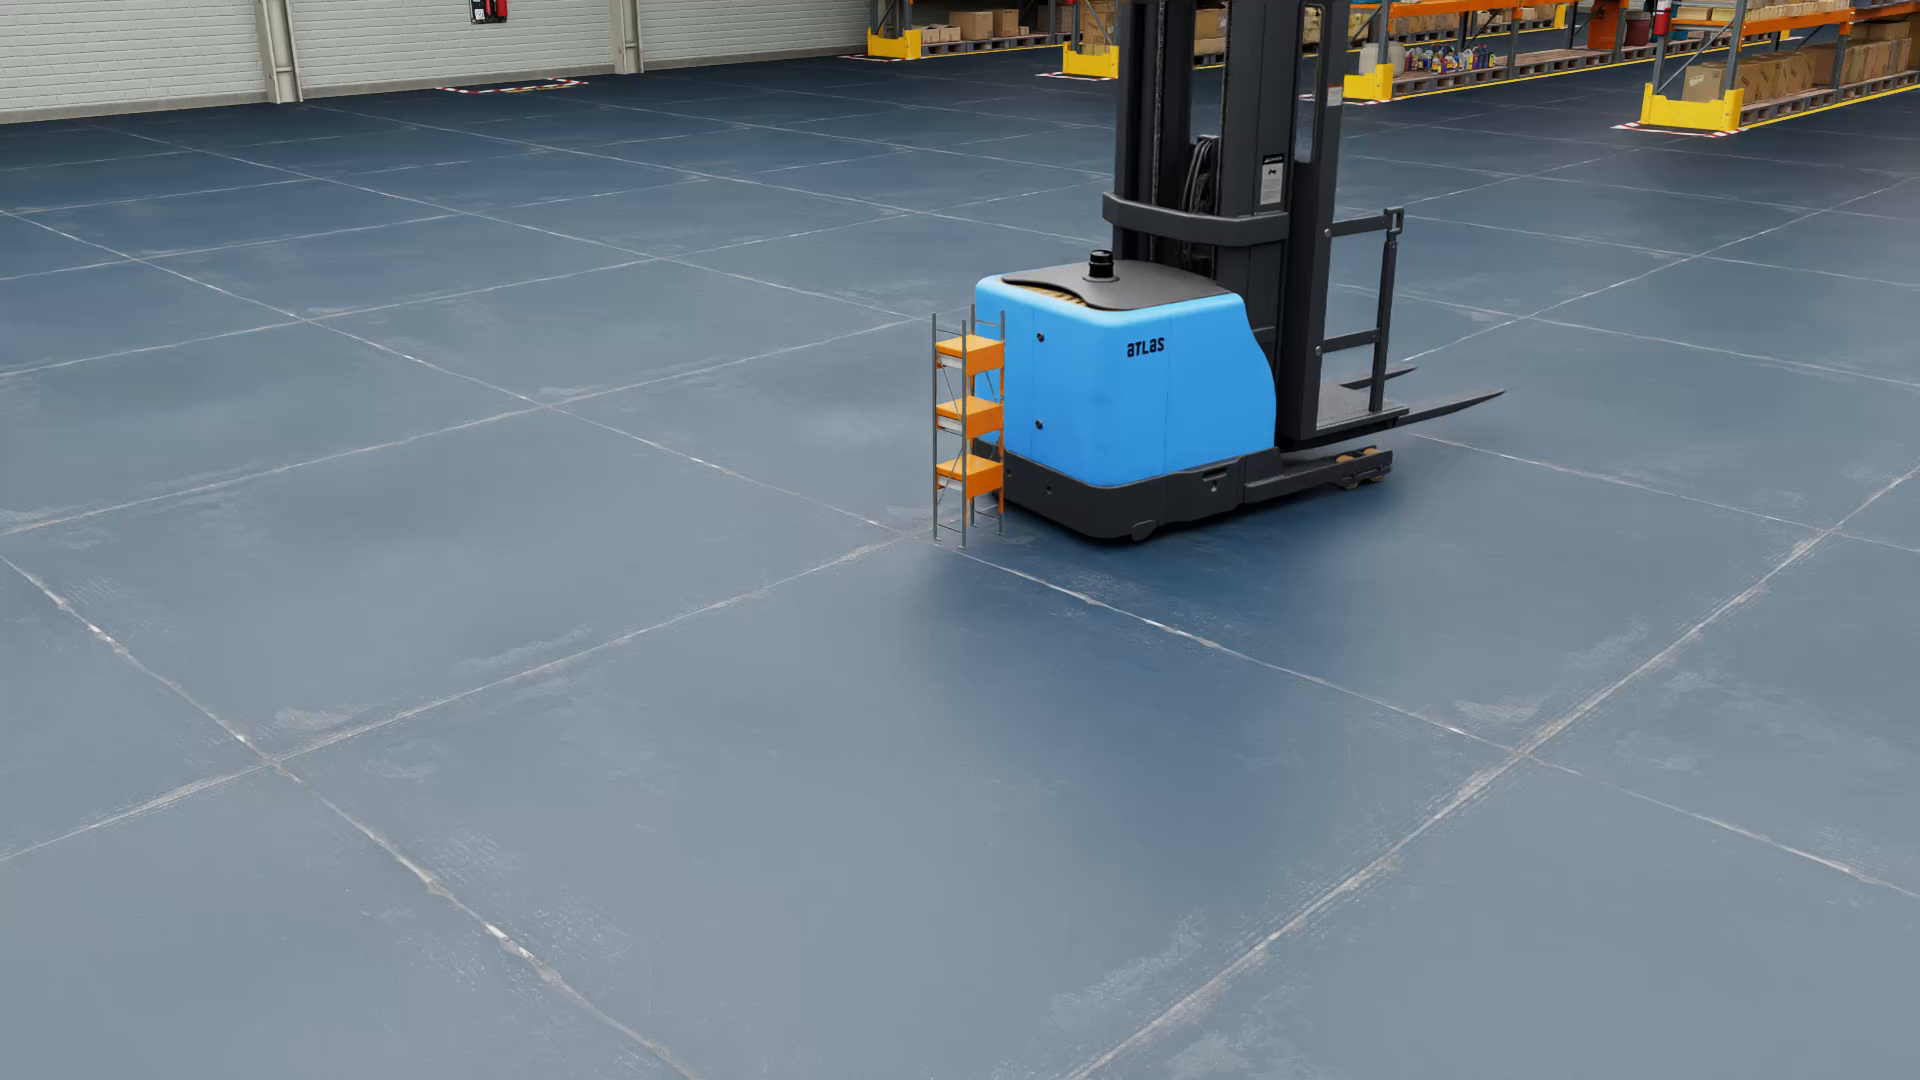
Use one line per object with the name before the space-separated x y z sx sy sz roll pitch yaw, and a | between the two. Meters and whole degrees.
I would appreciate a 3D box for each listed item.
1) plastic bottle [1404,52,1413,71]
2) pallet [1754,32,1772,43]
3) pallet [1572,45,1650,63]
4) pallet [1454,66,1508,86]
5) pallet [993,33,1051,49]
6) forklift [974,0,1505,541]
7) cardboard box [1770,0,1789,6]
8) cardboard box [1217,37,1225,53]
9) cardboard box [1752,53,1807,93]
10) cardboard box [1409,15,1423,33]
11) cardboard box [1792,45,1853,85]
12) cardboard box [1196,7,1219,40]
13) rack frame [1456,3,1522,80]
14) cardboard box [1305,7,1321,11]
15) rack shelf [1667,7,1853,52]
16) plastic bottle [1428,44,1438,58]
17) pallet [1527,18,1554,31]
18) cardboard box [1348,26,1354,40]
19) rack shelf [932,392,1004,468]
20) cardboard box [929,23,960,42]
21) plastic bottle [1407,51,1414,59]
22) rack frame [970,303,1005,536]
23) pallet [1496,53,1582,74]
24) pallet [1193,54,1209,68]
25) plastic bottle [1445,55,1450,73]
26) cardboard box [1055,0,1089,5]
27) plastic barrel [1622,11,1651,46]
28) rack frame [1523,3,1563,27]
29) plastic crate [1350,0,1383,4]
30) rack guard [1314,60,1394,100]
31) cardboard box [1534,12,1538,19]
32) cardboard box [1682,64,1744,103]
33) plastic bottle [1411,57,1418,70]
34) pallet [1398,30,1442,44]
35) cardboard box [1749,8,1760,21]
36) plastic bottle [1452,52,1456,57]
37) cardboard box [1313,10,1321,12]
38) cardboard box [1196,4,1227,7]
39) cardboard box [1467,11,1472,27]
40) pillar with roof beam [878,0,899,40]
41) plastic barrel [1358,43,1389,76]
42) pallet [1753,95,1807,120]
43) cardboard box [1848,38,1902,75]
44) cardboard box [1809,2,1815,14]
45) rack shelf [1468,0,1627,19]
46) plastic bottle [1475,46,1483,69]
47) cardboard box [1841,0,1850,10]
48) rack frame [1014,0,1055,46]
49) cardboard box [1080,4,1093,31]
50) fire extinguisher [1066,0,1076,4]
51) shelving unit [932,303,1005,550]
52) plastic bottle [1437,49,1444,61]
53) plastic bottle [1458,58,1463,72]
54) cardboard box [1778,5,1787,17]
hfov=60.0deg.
plastic bottle | 7.053 -7.523 26.138 0.061 0.283 0.133 19 28 41
pallet | 16.372 -10.581 34.809 1.003 0.211 1.213 19 28 41
pallet | 11.914 -8.940 30.539 1.003 0.211 1.213 19 28 41
pallet | 8.105 -7.536 26.888 1.003 0.211 1.213 19 28 41
pallet | 1.062 -9.997 33.289 1.003 0.211 1.213 19 28 41
forklift | 1.553 -1.759 8.066 3.031 2.935 1.130 -14 25 -33
cardboard box | 10.408 -7.329 21.907 0.875 0.500 0.500 19 28 41
cardboard box | 4.535 -8.853 29.675 0.500 0.250 0.500 19 28 41
cardboard box | 11.451 -6.548 23.328 0.500 0.500 0.500 -11 23 -25
cardboard box | 9.085 -10.617 33.887 0.500 0.500 0.500 19 28 40
cardboard box | 12.596 -6.952 24.351 0.700 0.500 0.500 17 27 37
cardboard box | 4.187 -9.074 29.205 0.500 0.500 0.500 19 28 41
rack frame | 8.604 -9.000 26.810 1.000 3.000 0.127 19 28 41
cardboard box | 6.912 -10.245 32.514 0.500 0.311 0.500 18 28 39
rack shelf | 10.757 -6.911 22.376 1.077 0.370 4.000 19 28 41
plastic bottle | 7.612 -7.817 26.810 0.144 0.351 0.185 18 27 38
pallet | 12.820 -11.799 37.979 1.003 0.211 1.213 19 28 41
cardboard box | 7.299 -9.852 32.273 0.500 0.250 0.500 19 28 40
rack shelf | 0.037 -0.494 7.426 0.215 0.259 0.240 19 28 41
cardboard box | -0.340 -9.704 31.774 0.500 0.311 0.500 -17 27 -38
plastic bottle | 7.073 -7.581 26.301 0.152 0.276 0.135 18 28 39
rack frame | 0.122 -0.535 7.504 0.200 1.050 0.008 19 28 41
pallet | 9.975 -8.225 28.680 1.003 0.211 1.213 19 28 41
pallet | 3.622 -8.430 29.213 1.003 0.211 1.213 19 28 41
plastic bottle | 7.541 -7.380 25.784 0.097 0.271 0.097 0 21 0
cardboard box | 2.312 -11.176 34.296 0.500 0.250 0.500 19 28 40
plastic barrel | 12.511 -9.519 30.936 0.600 0.588 0.708 19 28 41
rack frame | 13.429 -13.326 38.063 1.000 3.000 0.127 19 28 41
plastic crate | 5.948 -8.106 24.691 0.499 0.251 0.616 19 28 41
rack guard | 5.833 -6.837 24.664 1.175 0.500 0.348 19 28 41
cardboard box | 12.879 -11.925 37.756 0.380 0.166 0.250 19 28 41
cardboard box | 9.810 -5.918 21.689 0.500 0.500 0.500 -14 25 -32
plastic bottle | 7.175 -7.520 26.246 0.097 0.201 0.097 0 21 0
pallet | 9.247 -10.462 34.500 1.003 0.211 1.213 19 28 41
cardboard box | 9.920 -6.688 21.144 0.380 0.149 0.250 19 28 41
plastic bottle | 7.809 -7.553 26.218 0.061 0.283 0.133 19 28 41
cardboard box | 6.947 -9.983 31.832 0.500 0.311 0.500 19 28 40
cardboard box | 4.510 -9.463 30.215 0.500 0.500 0.500 19 28 41
cardboard box | 10.499 -11.137 35.241 0.500 0.500 0.500 19 28 40
pillar with roof beam | 1.668 -12.571 27.737 9.100 9.000 0.400 19 28 41
plastic barrel | 6.218 -7.195 24.995 0.421 0.512 0.421 0 21 0
pallet | 10.858 -5.962 22.793 1.003 0.211 1.213 19 28 41
cardboard box | 14.112 -7.504 25.789 0.700 0.500 0.500 16 26 36
cardboard box | 11.306 -7.206 22.491 0.380 0.149 0.250 19 28 41
rack shelf | 9.999 -9.179 28.276 1.077 0.370 4.000 19 28 41
plastic bottle | 8.227 -7.682 26.459 0.144 0.351 0.185 18 27 38
cardboard box | 12.213 -7.514 23.294 0.380 0.149 0.250 19 28 41
rack frame | 1.506 -11.480 33.261 1.000 3.000 0.127 19 28 41
cardboard box | 2.332 -10.857 34.512 0.700 0.500 0.500 19 28 40
fire extinguisher | 1.852 -9.262 27.600 0.296 0.674 0.183 19 28 41
shelving unit | 0.037 -0.504 7.422 0.215 1.050 0.252 19 28 41
plastic bottle | 7.729 -7.761 26.775 0.097 0.271 0.097 0 21 0
plastic bottle | 7.823 -7.451 26.067 0.097 0.201 0.097 0 21 0
cardboard box | 10.599 -6.952 21.830 0.380 0.149 0.250 19 28 41
